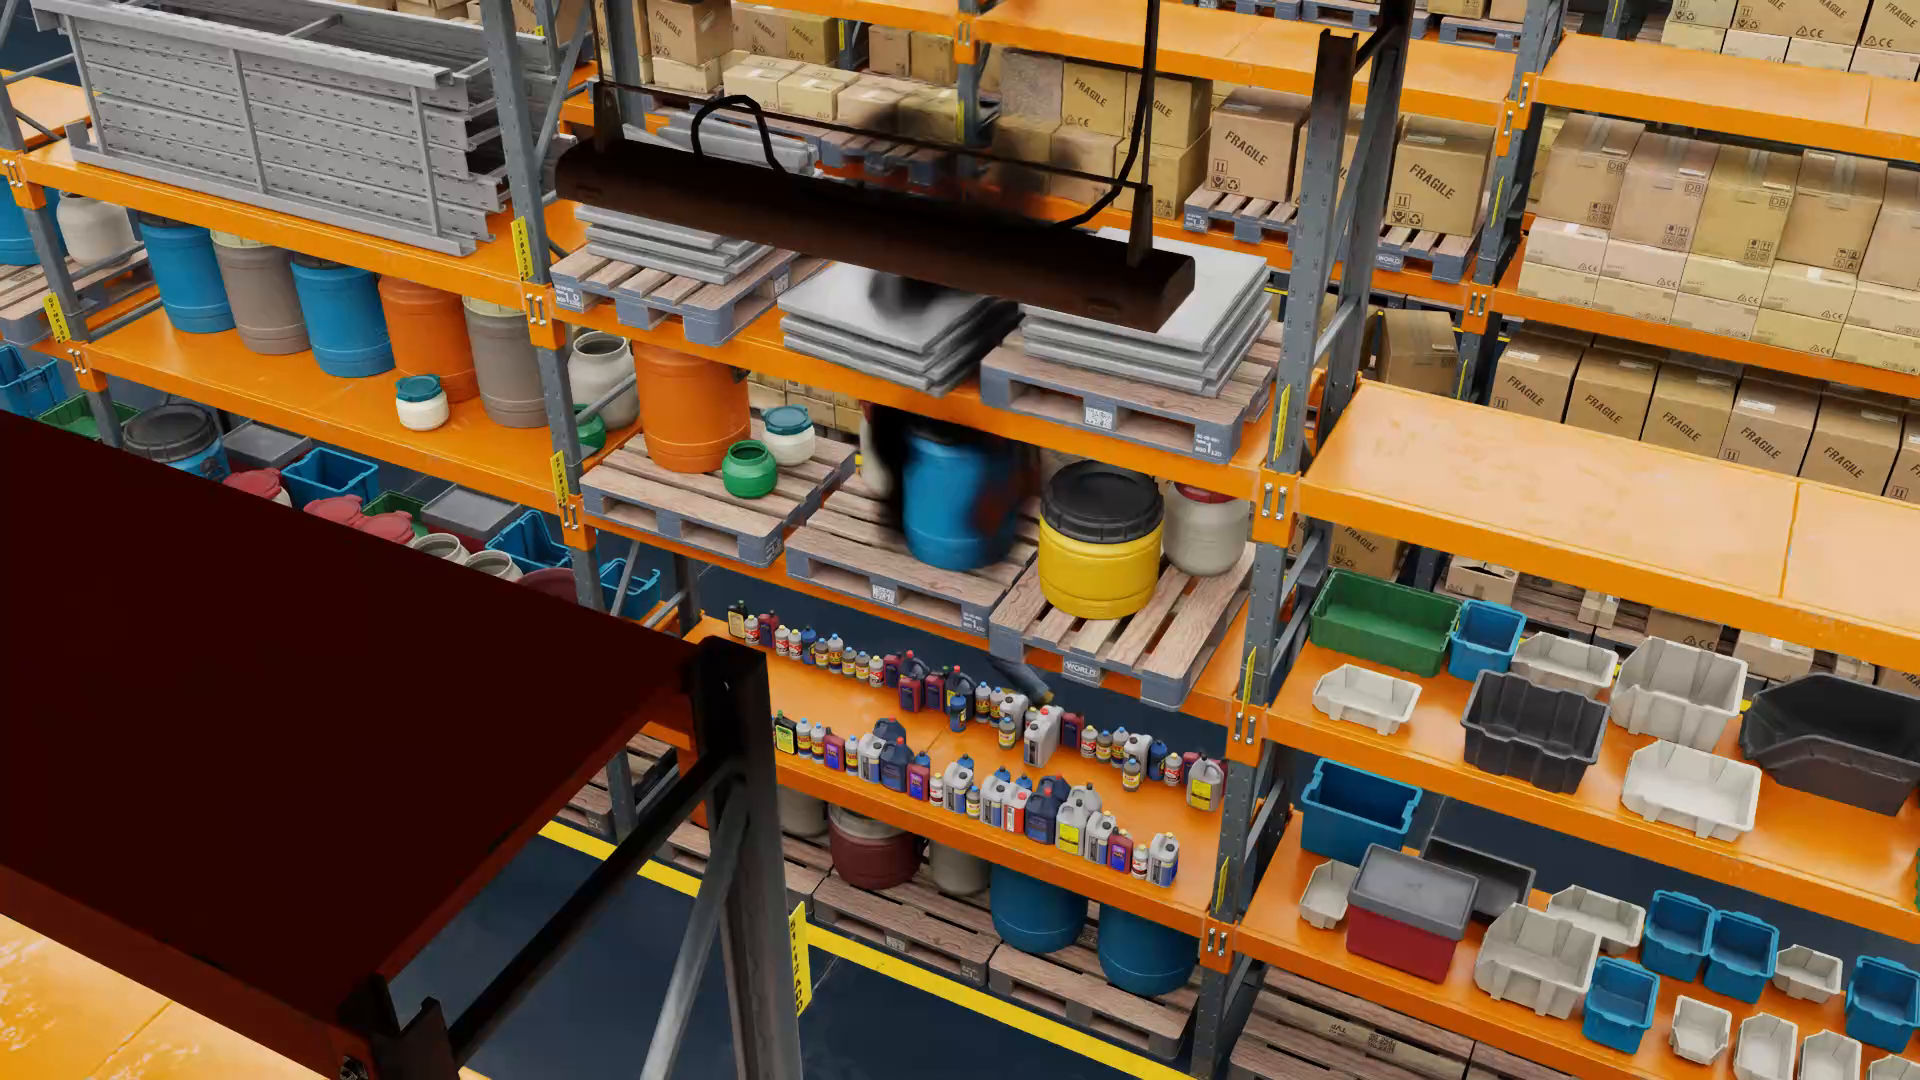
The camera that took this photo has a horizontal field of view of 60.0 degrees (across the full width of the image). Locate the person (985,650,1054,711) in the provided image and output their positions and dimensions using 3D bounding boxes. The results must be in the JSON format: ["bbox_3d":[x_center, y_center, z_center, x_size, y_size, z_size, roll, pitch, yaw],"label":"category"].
[{"bbox_3d":[0.421,0.473,11.187,0.546,1.735,0.753,17,39,23],"label":"person"}]
